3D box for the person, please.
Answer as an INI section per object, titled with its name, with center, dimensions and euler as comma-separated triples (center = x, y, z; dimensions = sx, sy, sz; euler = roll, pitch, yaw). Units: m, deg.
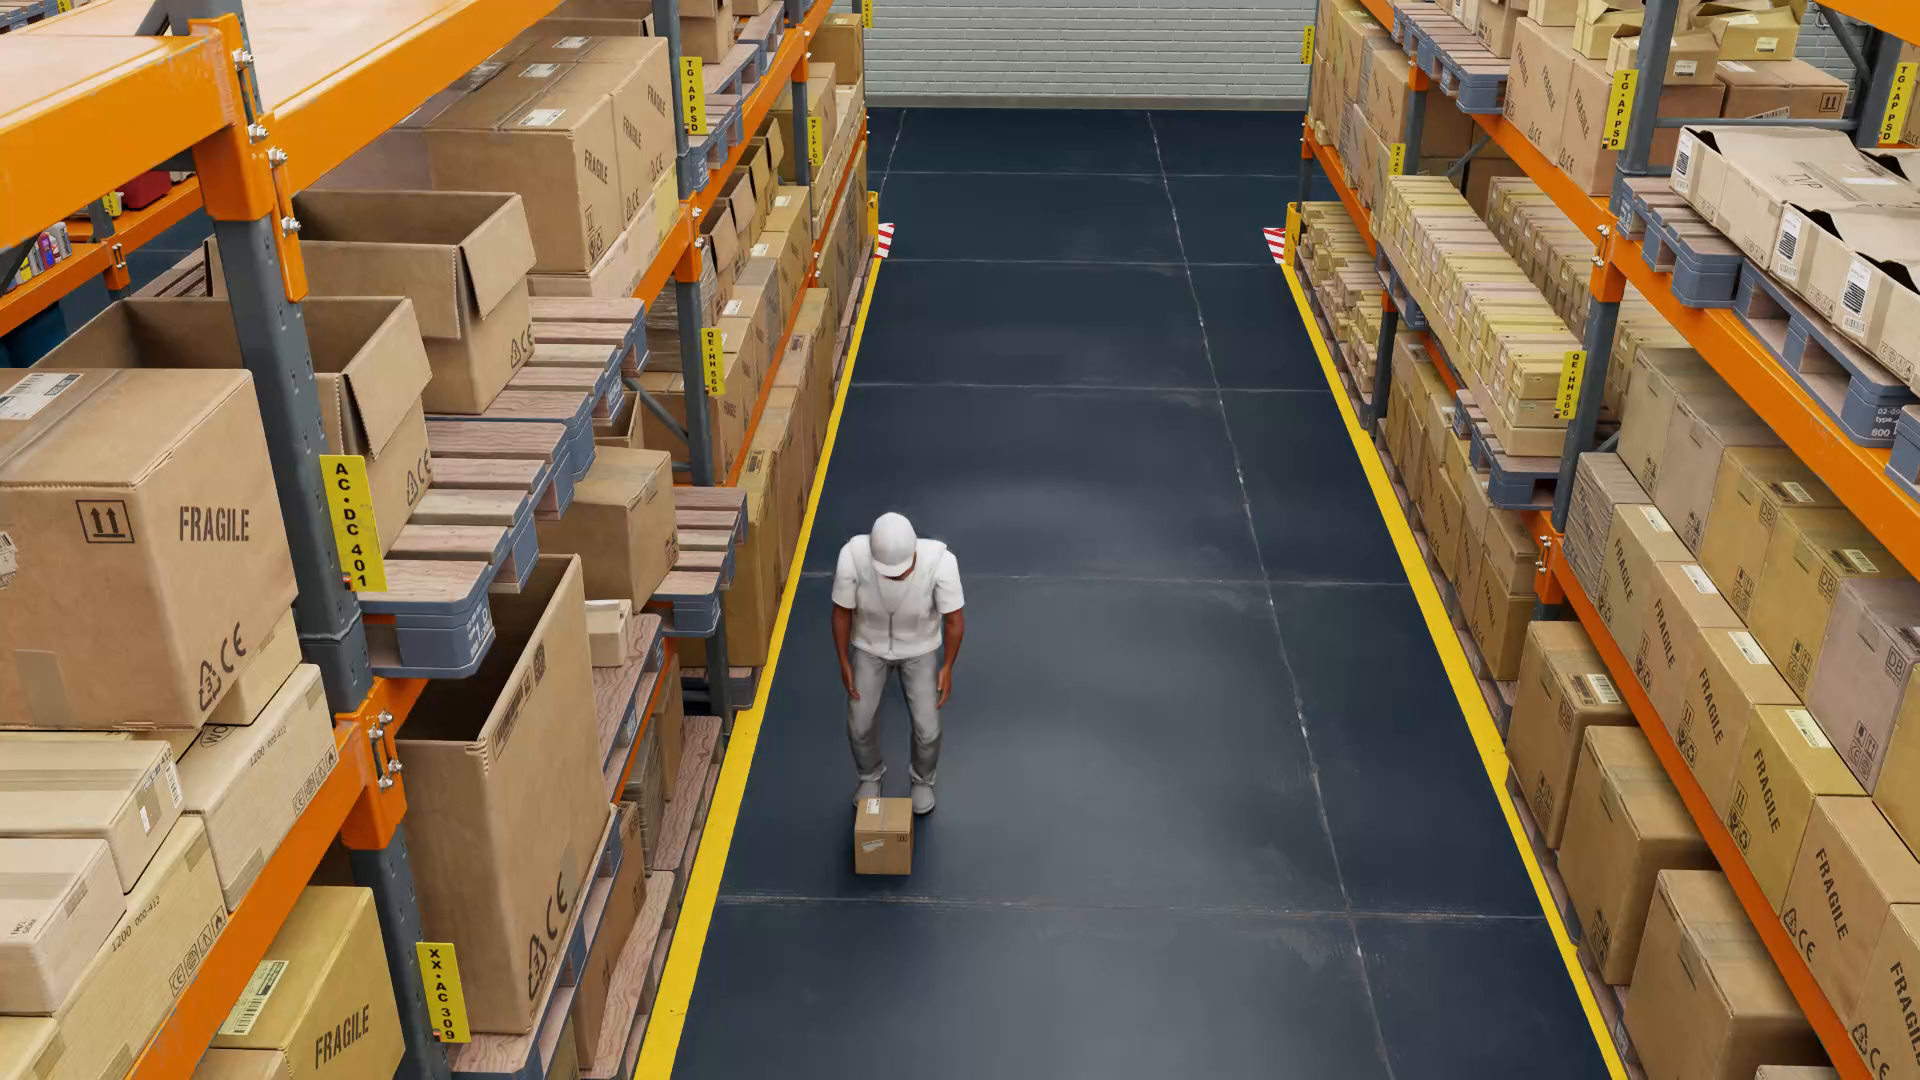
[person]
center = -0.281, 0.542, 7.714
dimensions = 0.613, 1.633, 0.576
euler = 3, 28, 6
